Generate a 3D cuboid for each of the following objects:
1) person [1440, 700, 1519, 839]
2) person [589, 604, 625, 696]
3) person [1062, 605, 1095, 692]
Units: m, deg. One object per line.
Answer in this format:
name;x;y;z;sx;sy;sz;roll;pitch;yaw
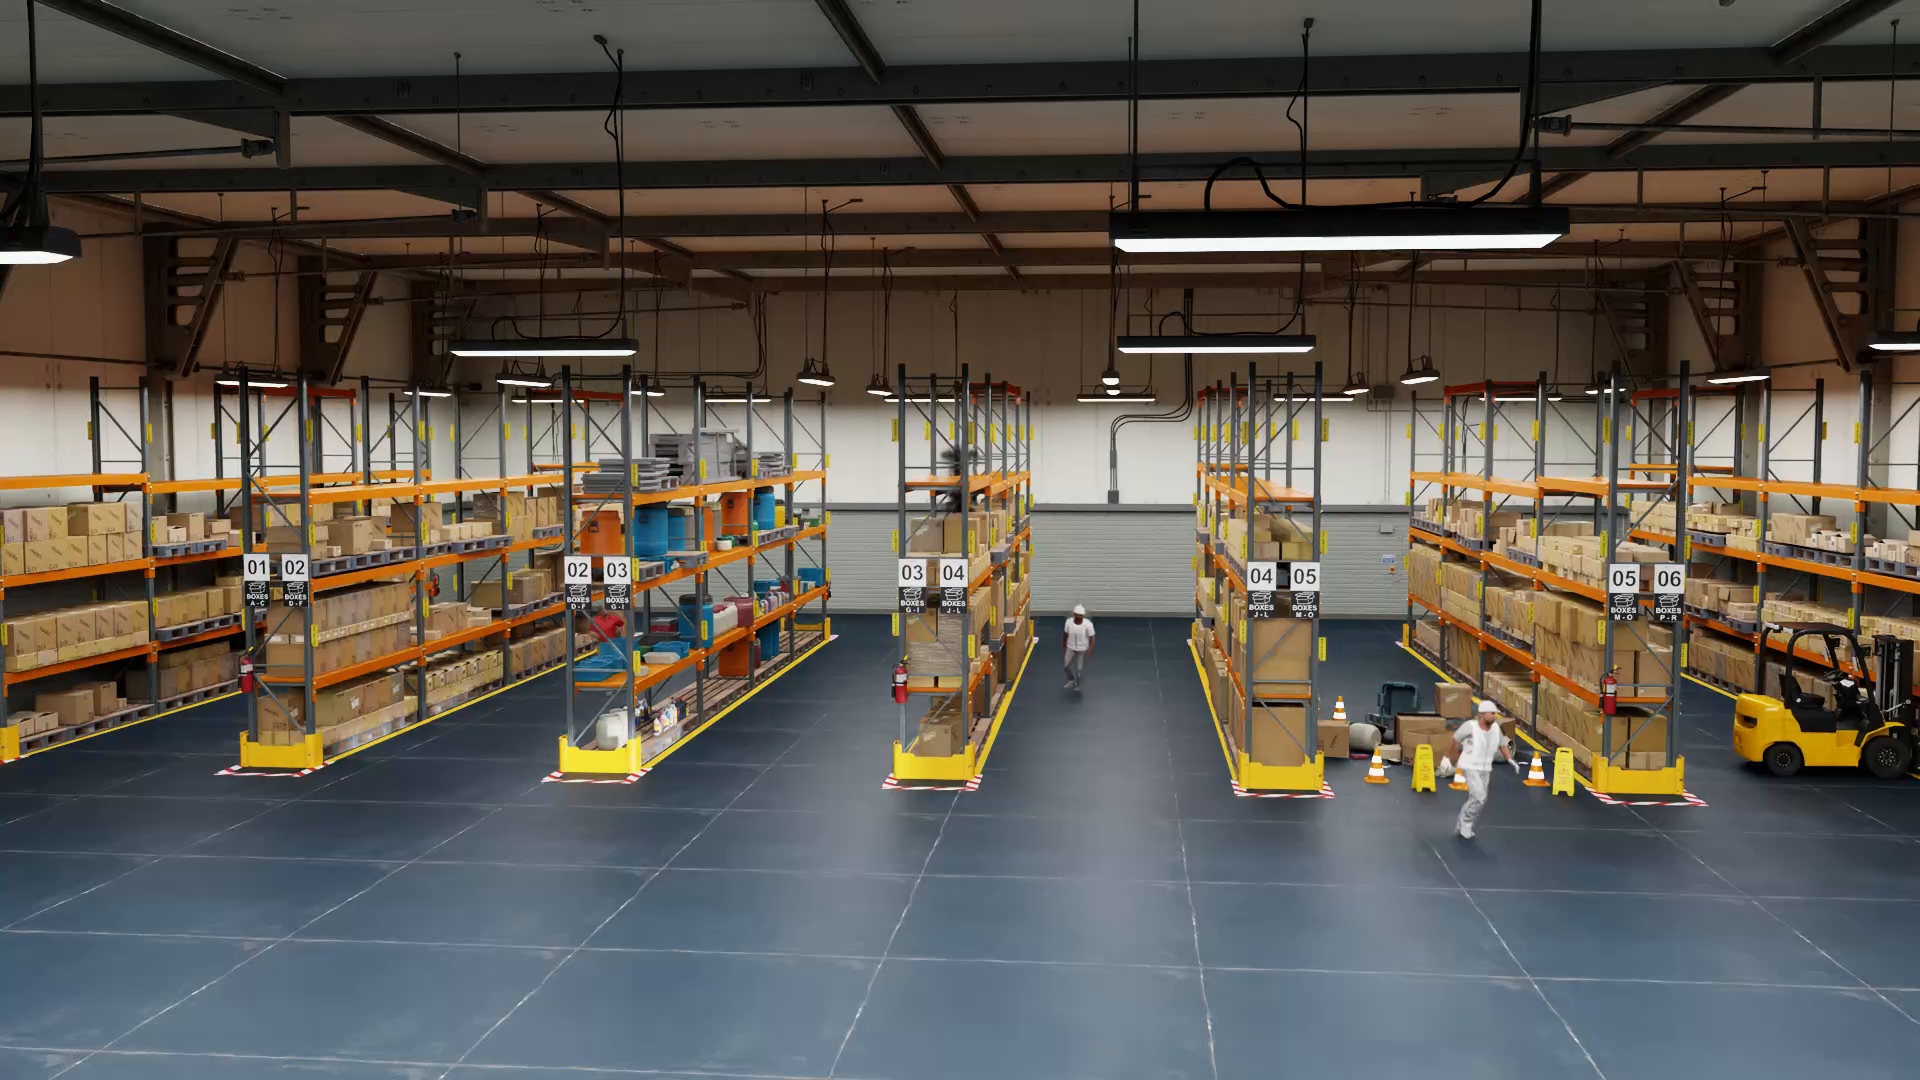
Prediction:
person;6.388;2.812;20.353;0.673;1.724;0.801;-2;4;-26
person;-6.796;2.106;31.919;0.611;1.790;0.855;0;4;6
person;2.262;2.087;31.943;0.704;1.710;0.700;1;4;14
